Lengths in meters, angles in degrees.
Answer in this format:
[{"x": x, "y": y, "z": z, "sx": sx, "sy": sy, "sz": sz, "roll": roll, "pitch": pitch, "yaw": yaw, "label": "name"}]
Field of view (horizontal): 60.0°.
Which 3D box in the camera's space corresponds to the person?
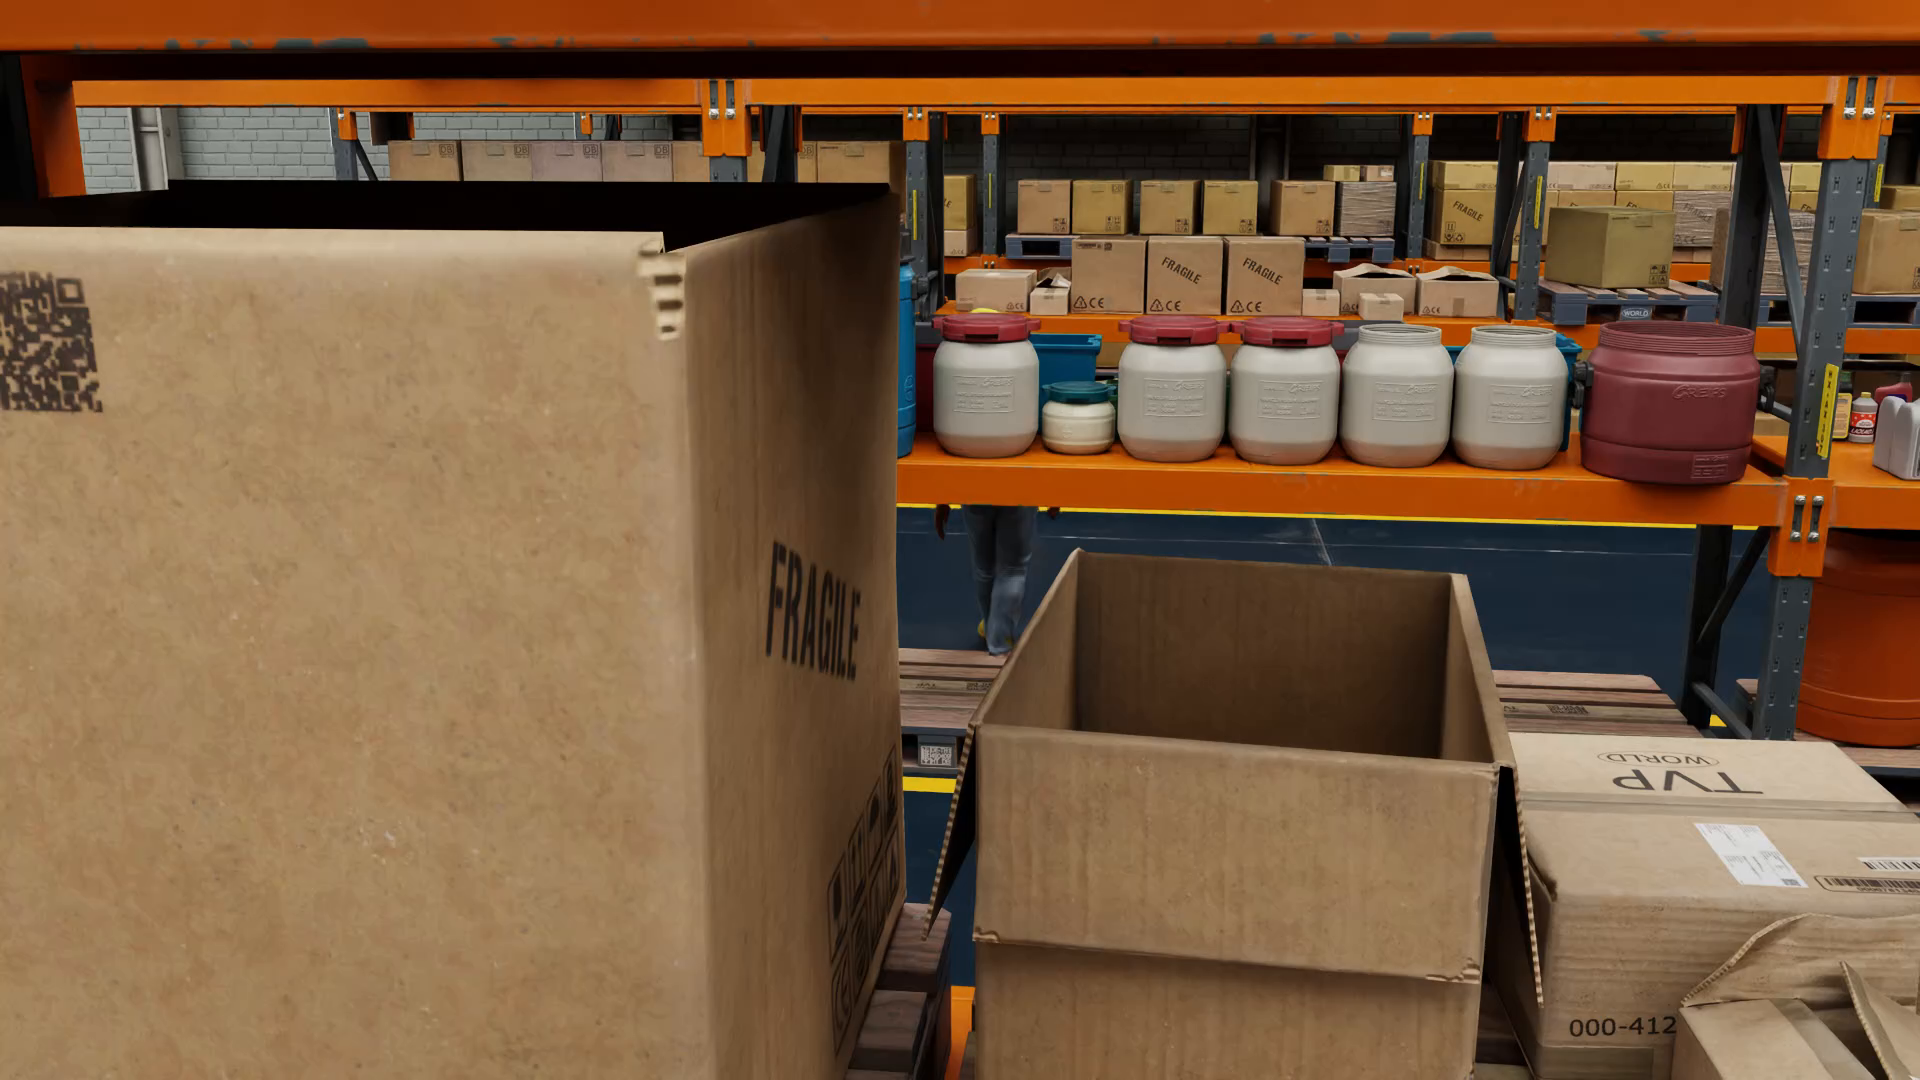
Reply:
[{"x": 0.187, "y": -0.244, "z": 7.904, "sx": 0.581, "sy": 1.726, "sz": 0.953, "roll": 2, "pitch": 14, "yaw": 7, "label": "person"}]
